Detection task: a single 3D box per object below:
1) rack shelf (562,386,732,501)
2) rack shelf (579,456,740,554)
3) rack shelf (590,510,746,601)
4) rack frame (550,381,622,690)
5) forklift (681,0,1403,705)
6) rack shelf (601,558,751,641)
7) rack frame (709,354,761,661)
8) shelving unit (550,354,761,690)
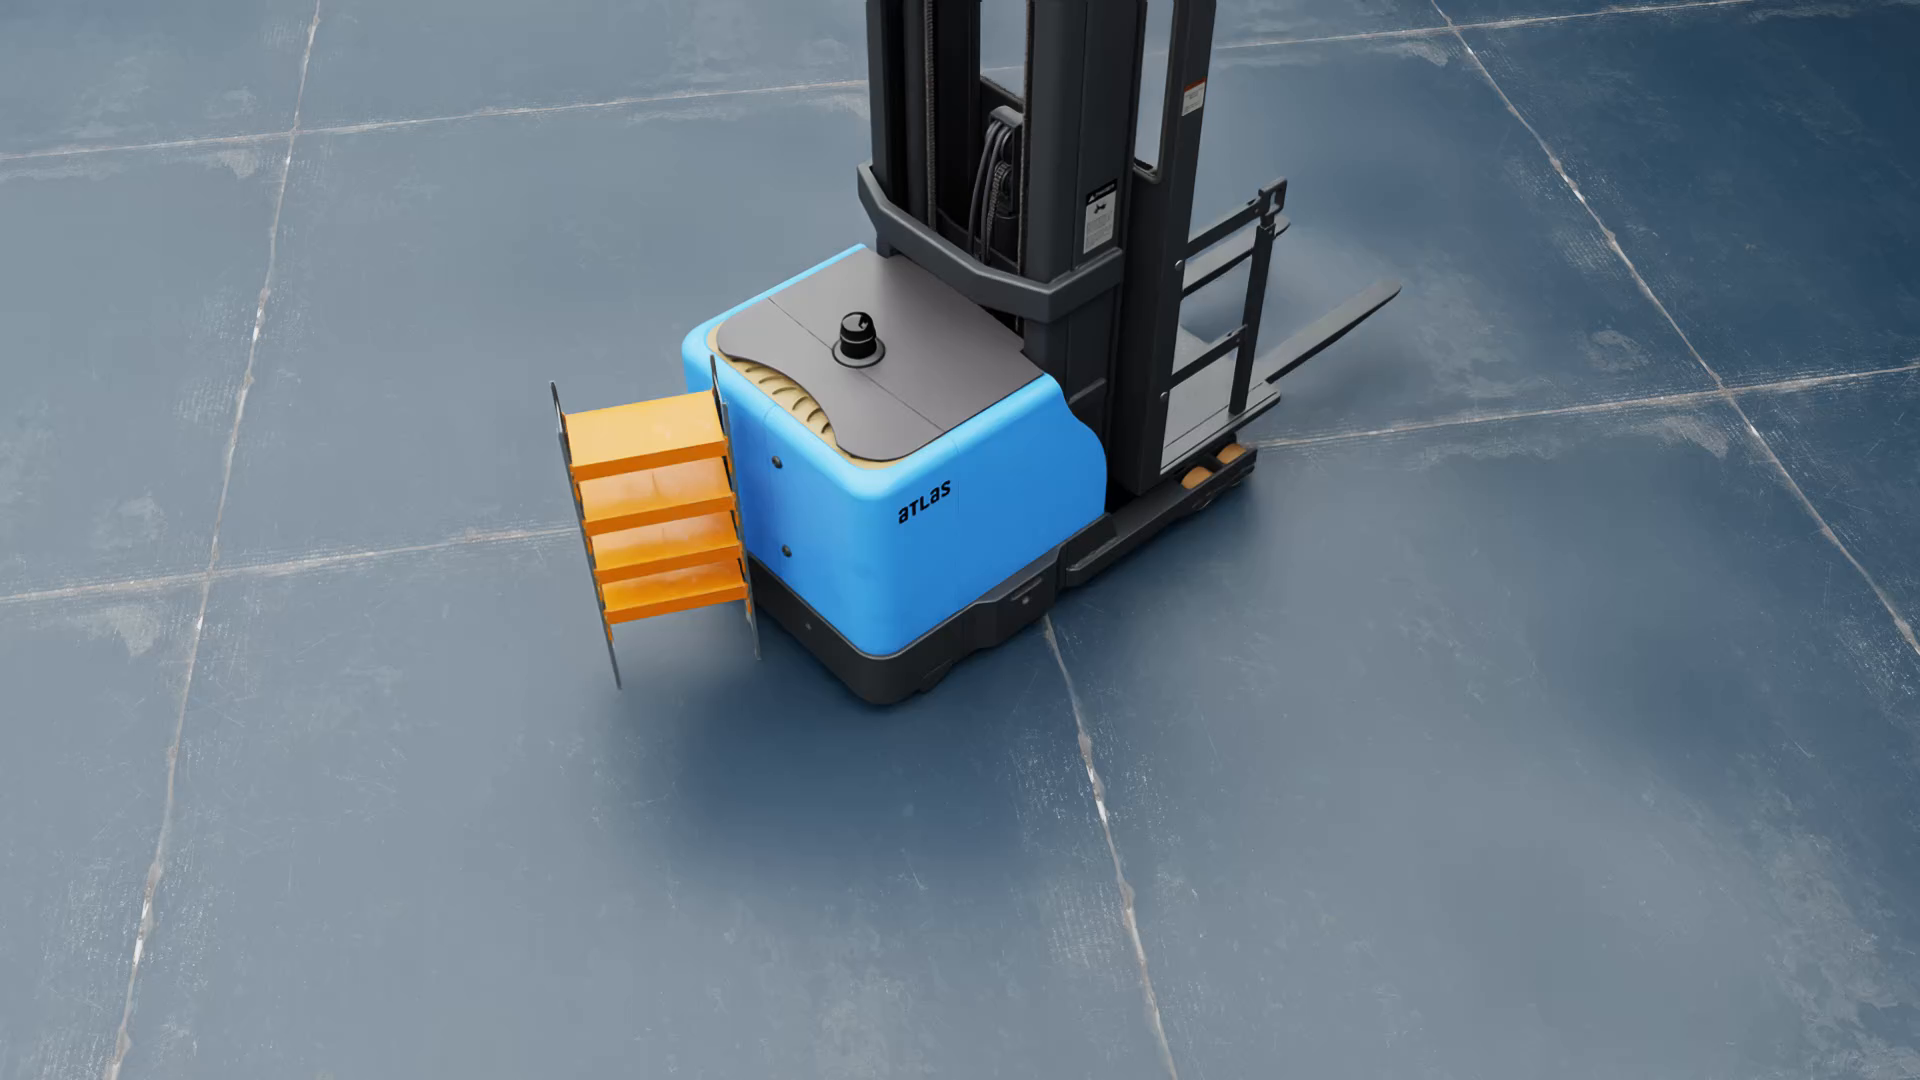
[{"bbox_3d":[-0.972,-0.302,5.162,0.480,0.148,0.258,-11,47,-10],"label":"rack shelf"},{"bbox_3d":[-0.972,-0.138,5.332,0.480,0.148,0.258,-11,47,-10],"label":"rack shelf"},{"bbox_3d":[-0.972,0.018,5.493,0.480,0.148,0.258,-11,47,-10],"label":"rack shelf"},{"bbox_3d":[-1.207,0.017,5.400,0.015,1.200,0.240,-11,47,-10],"label":"rack frame"},{"bbox_3d":[0.509,-1.387,5.551,3.031,2.935,1.130,-33,54,-28],"label":"forklift"},{"bbox_3d":[-0.972,0.155,5.636,0.480,0.148,0.258,-11,47,-10],"label":"rack shelf"},{"bbox_3d":[-0.736,-0.075,5.489,0.015,1.200,0.240,-11,47,-10],"label":"rack frame"},{"bbox_3d":[-0.972,-0.029,5.445,0.503,1.200,0.258,-11,47,-10],"label":"shelving unit"}]
